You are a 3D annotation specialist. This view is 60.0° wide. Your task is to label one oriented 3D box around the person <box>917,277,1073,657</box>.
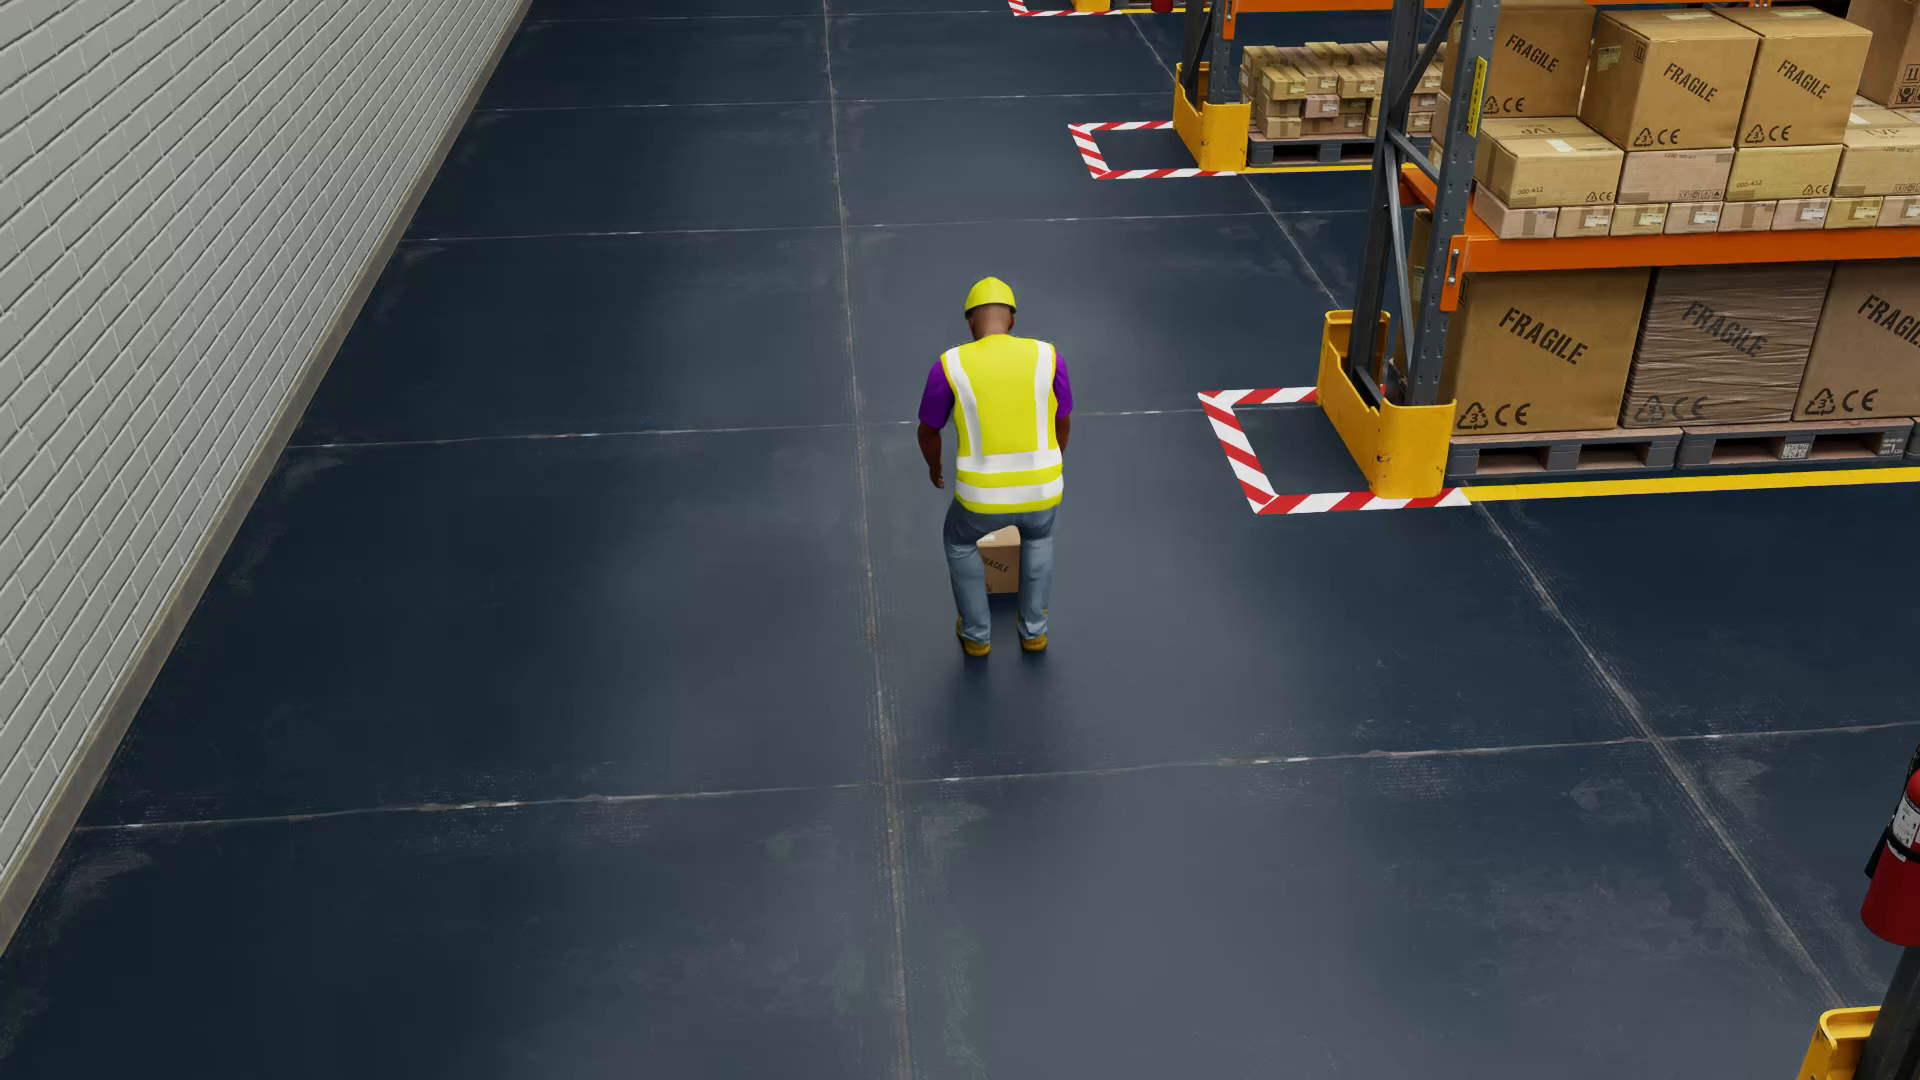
[{"bbox_3d":[0.143,-0.262,6.766,0.625,1.544,0.666,-2,31,-4],"label":"person"}]
